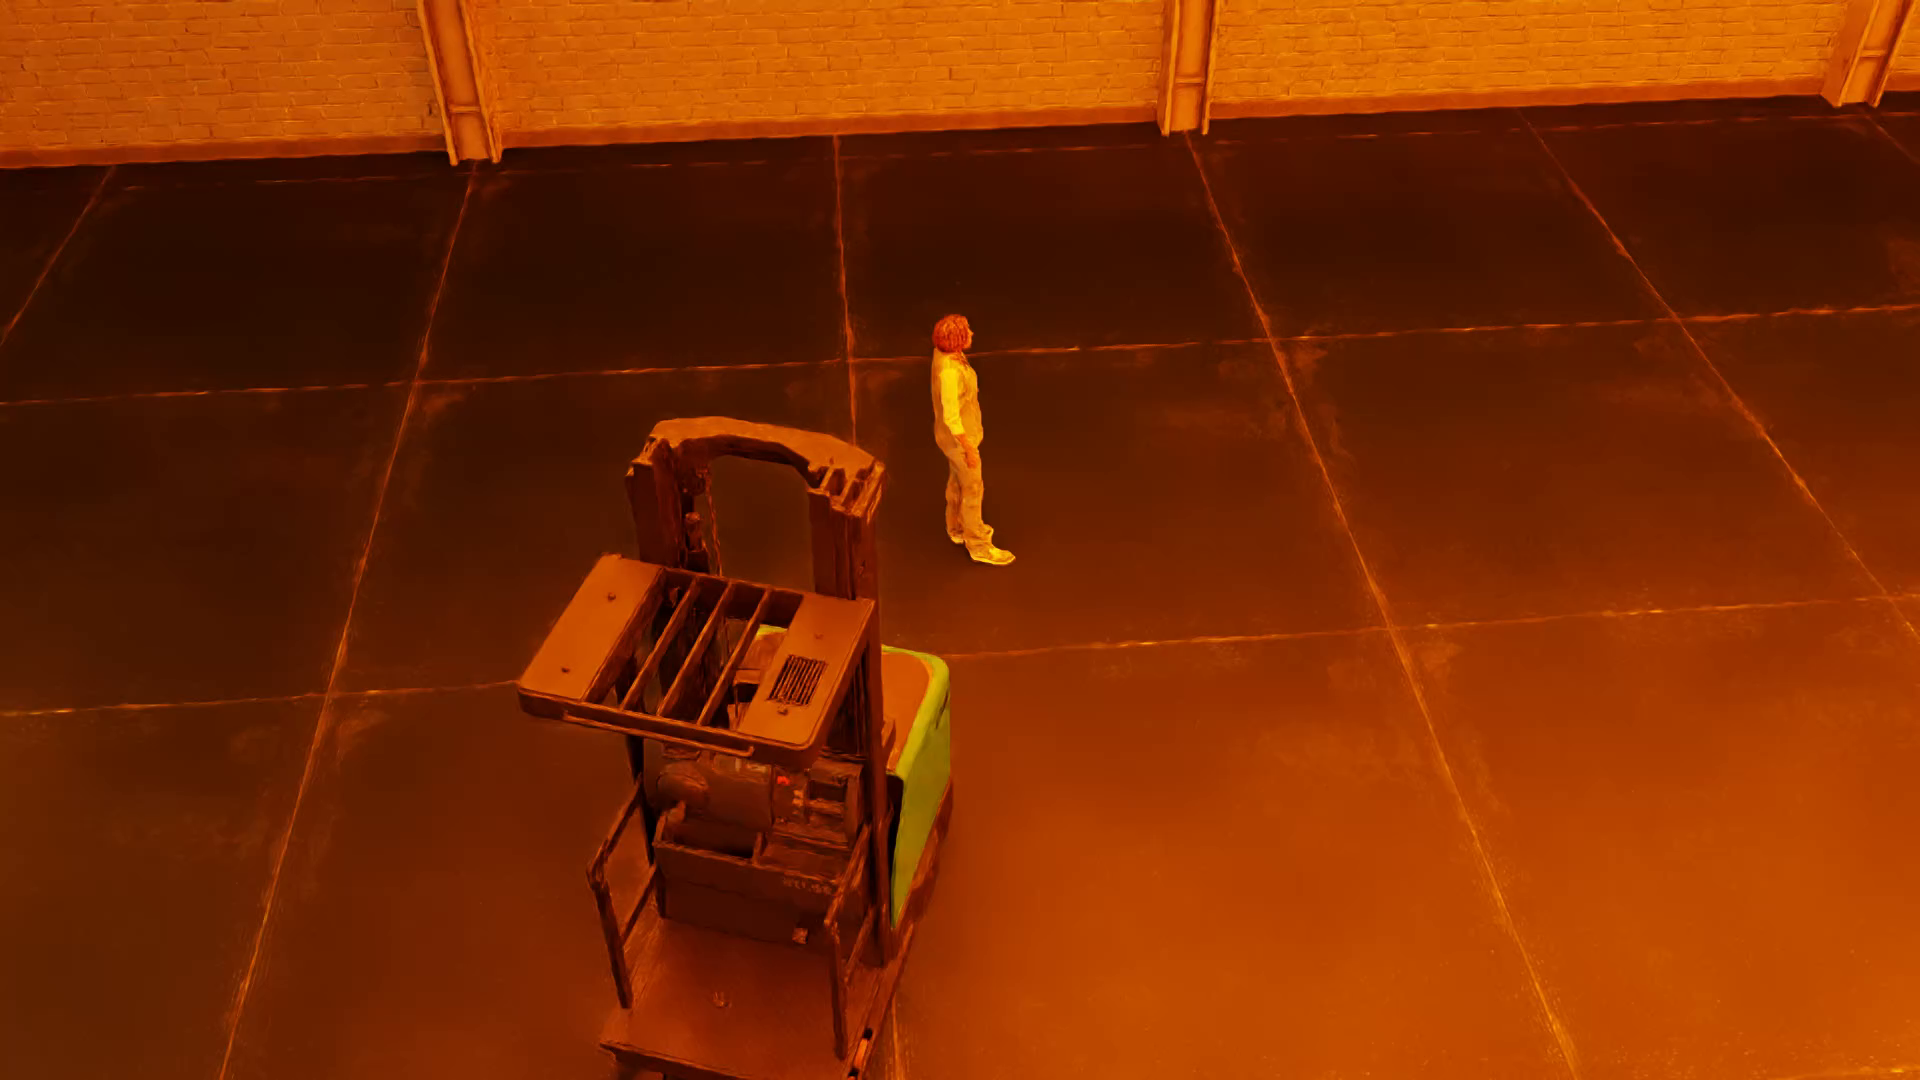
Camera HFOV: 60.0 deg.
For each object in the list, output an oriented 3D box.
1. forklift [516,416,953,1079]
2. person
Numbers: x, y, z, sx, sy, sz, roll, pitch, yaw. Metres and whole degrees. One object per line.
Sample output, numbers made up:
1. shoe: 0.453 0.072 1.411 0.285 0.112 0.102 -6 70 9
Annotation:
1. forklift: -0.909 1.102 6.650 1.130 2.935 3.031 10 42 11
2. person: 0.075 -0.608 9.664 0.474 1.597 0.521 -3 41 -4
